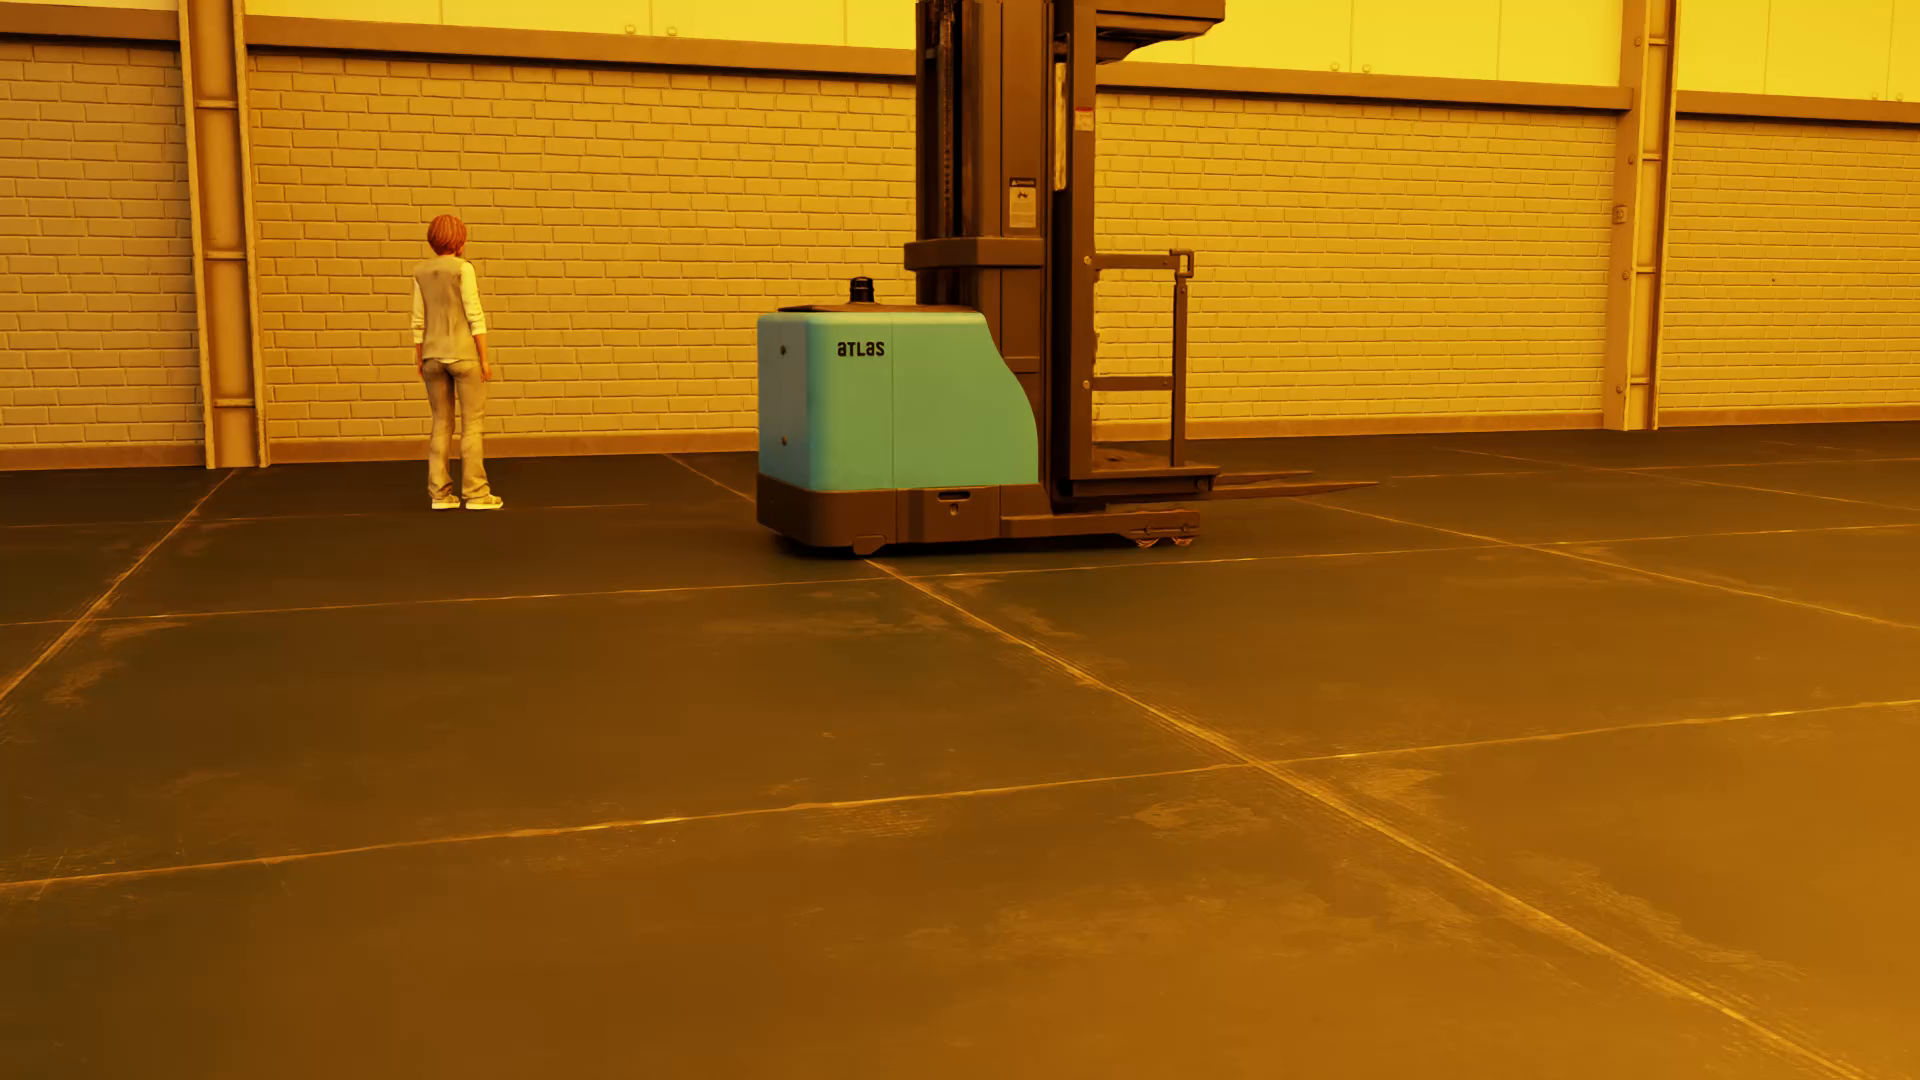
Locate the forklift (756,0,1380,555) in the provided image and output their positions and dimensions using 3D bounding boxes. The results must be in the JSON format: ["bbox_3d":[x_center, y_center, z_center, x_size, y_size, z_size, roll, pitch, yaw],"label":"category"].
[{"bbox_3d":[0.589,-1.486,7.973,3.031,2.935,1.130,-3,8,-21],"label":"forklift"}]

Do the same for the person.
[{"bbox_3d":[-2.748,-0.962,9.062,0.444,1.602,0.329,2,8,15],"label":"person"}]
